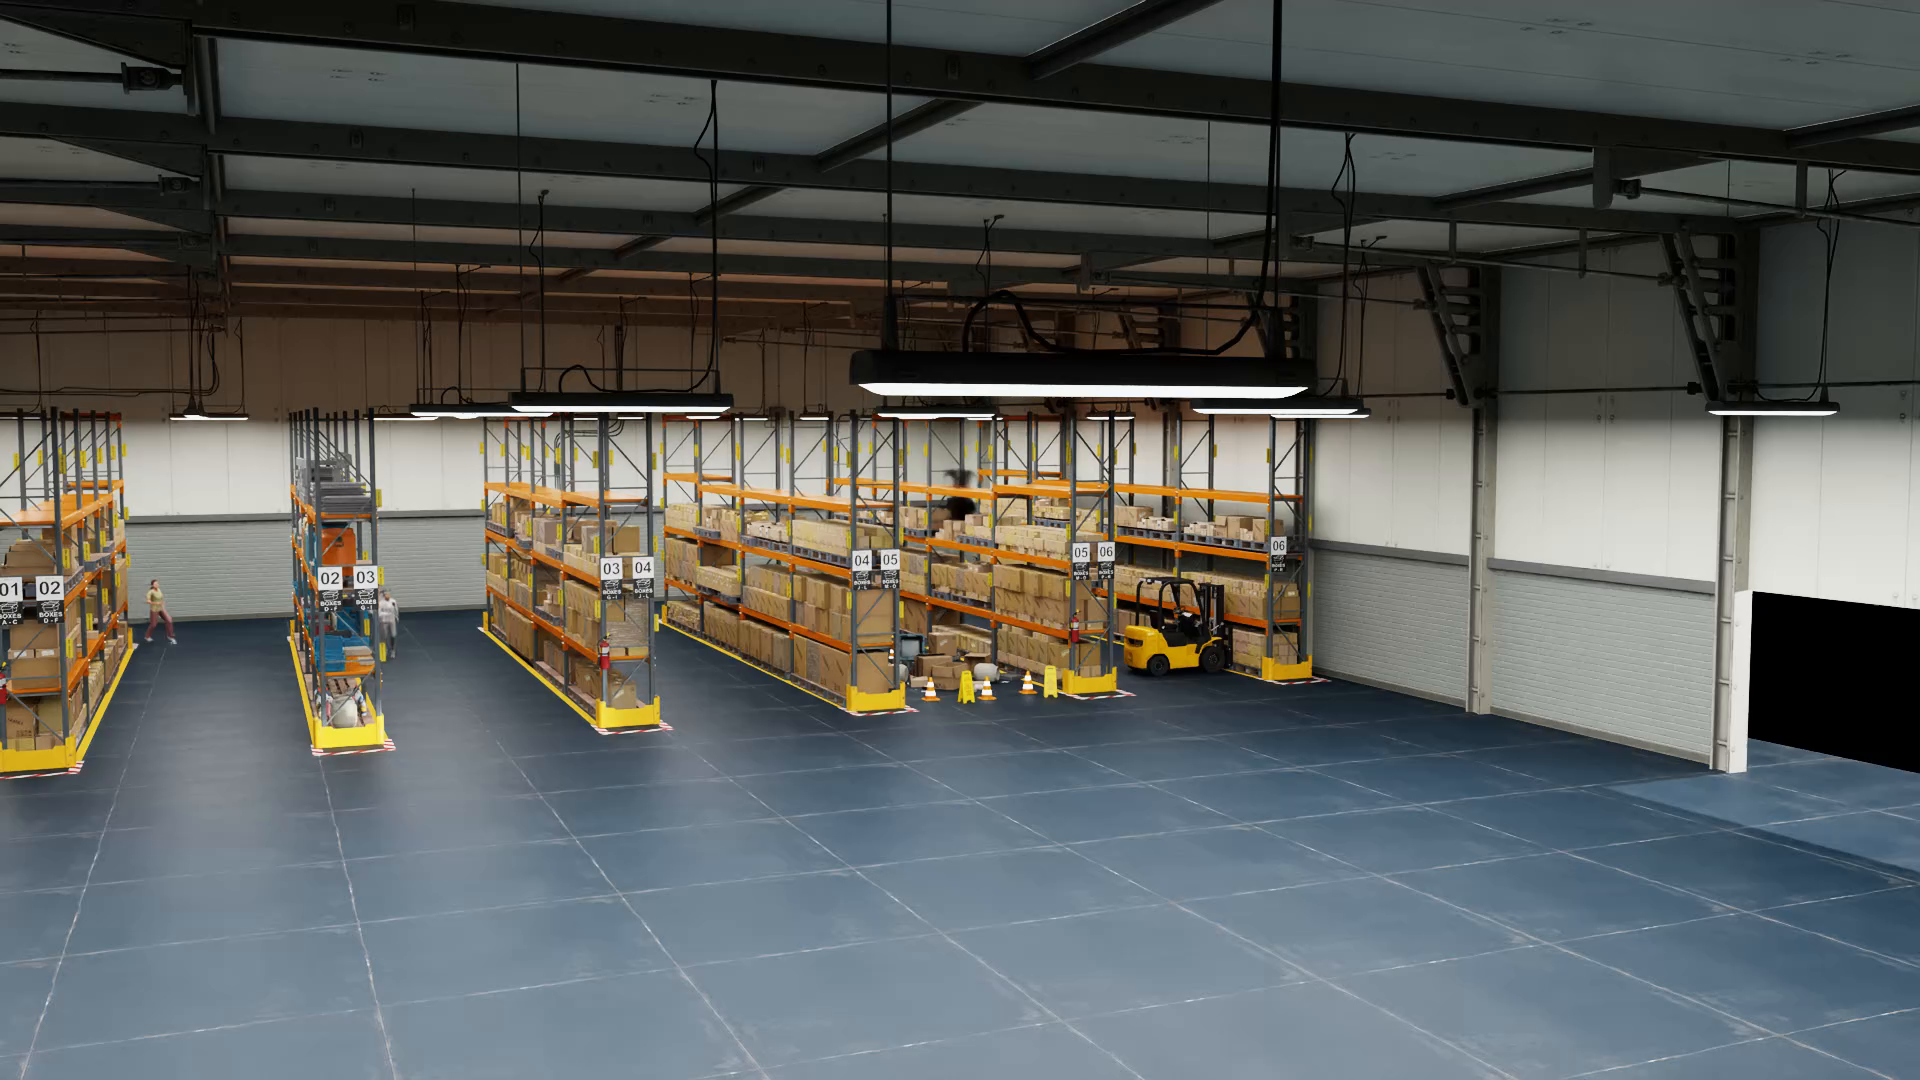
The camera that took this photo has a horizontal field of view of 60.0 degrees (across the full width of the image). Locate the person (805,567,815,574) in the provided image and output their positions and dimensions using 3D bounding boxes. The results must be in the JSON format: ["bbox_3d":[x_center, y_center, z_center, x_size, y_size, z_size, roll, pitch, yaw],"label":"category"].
[{"bbox_3d":[-4.559,1.400,50.827,0.585,1.544,0.546,-2,5,-30],"label":"person"}]

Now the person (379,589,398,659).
[{"bbox_3d":[-13.964,2.042,40.579,0.554,1.737,0.813,-2,5,-29],"label":"person"}]

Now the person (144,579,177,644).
[{"bbox_3d":[-20.895,1.865,43.246,0.873,1.694,0.570,2,4,23],"label":"person"}]
